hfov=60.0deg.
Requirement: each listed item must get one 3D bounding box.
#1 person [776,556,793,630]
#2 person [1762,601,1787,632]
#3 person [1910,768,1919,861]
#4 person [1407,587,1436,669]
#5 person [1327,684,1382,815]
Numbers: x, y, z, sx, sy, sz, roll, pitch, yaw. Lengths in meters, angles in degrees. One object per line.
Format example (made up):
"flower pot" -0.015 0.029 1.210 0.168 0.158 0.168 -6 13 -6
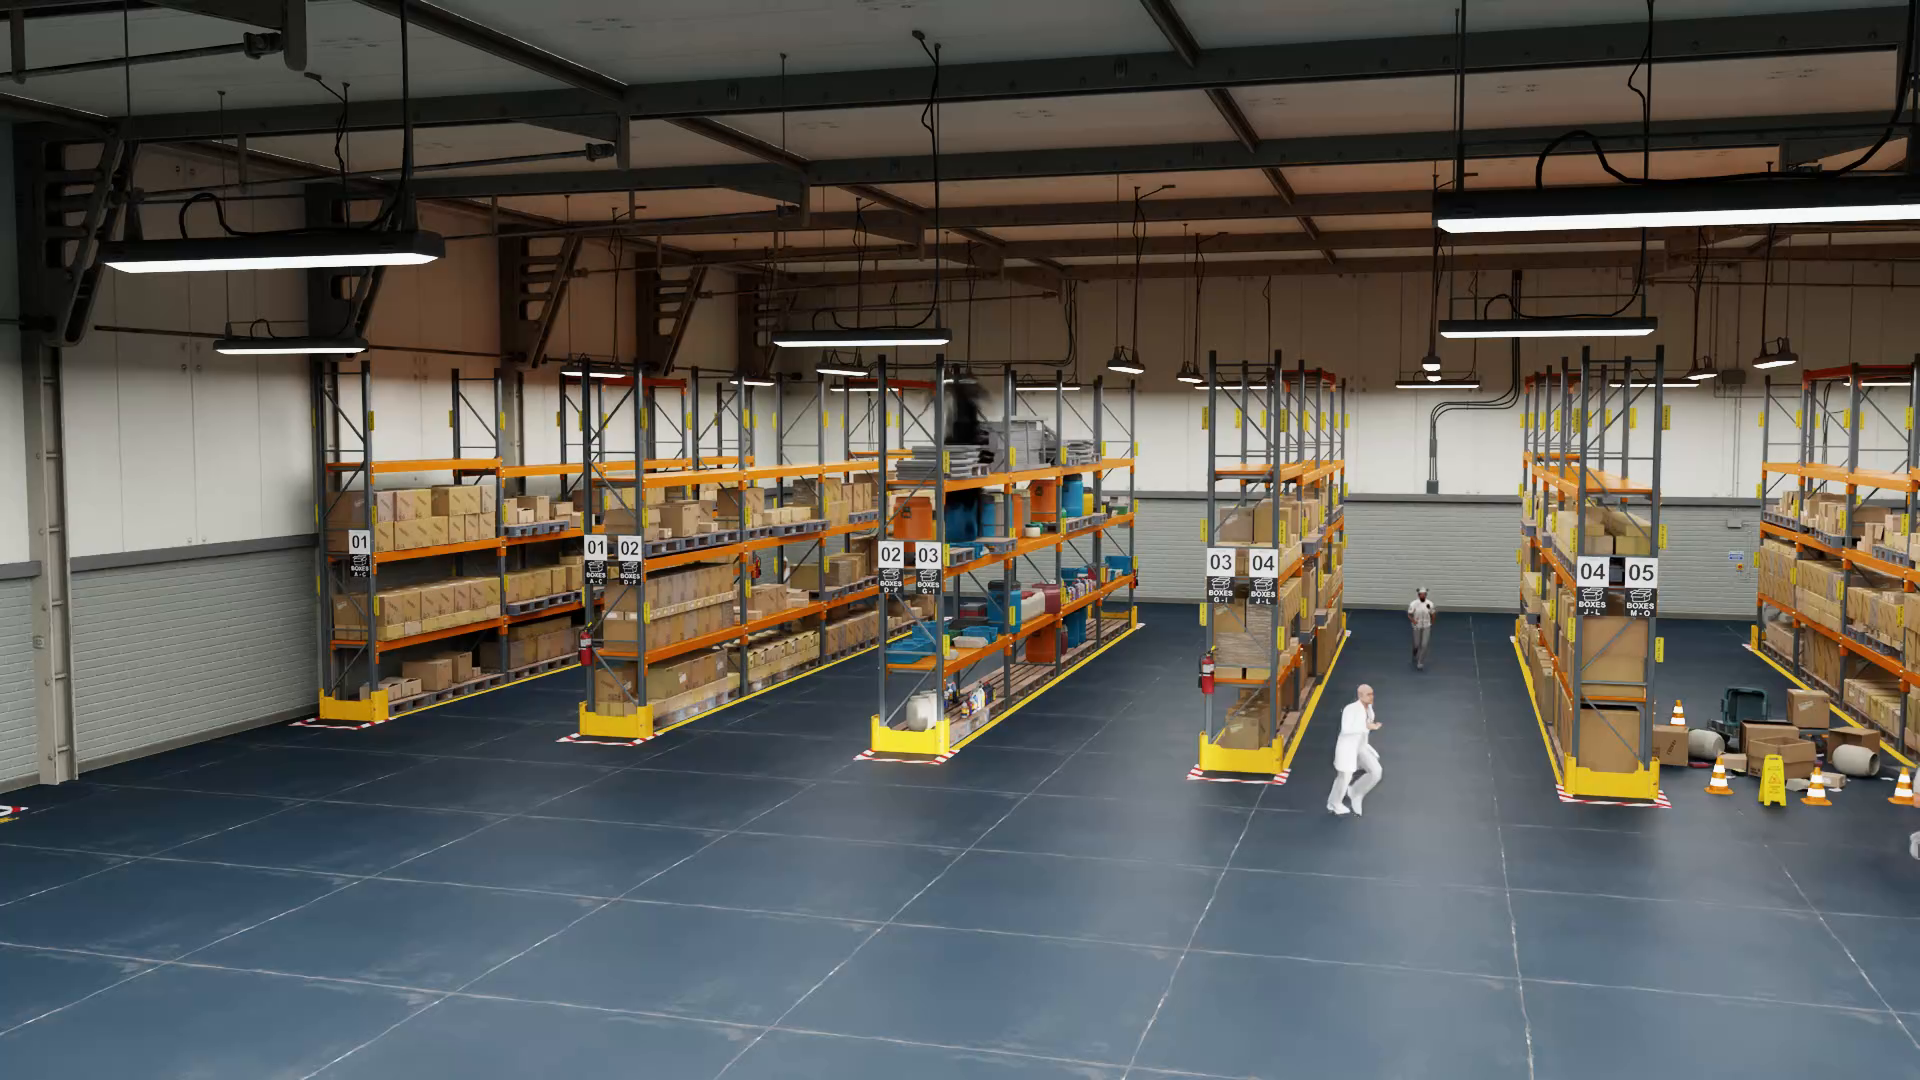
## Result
"person" -4.116 1.308 39.355 0.619 1.850 0.799 1 4 18
"person" 19.137 1.376 39.089 0.750 1.725 0.533 0 4 -4
"person" 10.693 2.882 18.031 0.649 1.706 0.739 -2 4 -22
"person" 9.376 1.763 33.762 0.563 1.655 0.588 1 4 7
"person" 4.973 2.637 20.844 0.681 1.703 0.912 -2 5 -31
